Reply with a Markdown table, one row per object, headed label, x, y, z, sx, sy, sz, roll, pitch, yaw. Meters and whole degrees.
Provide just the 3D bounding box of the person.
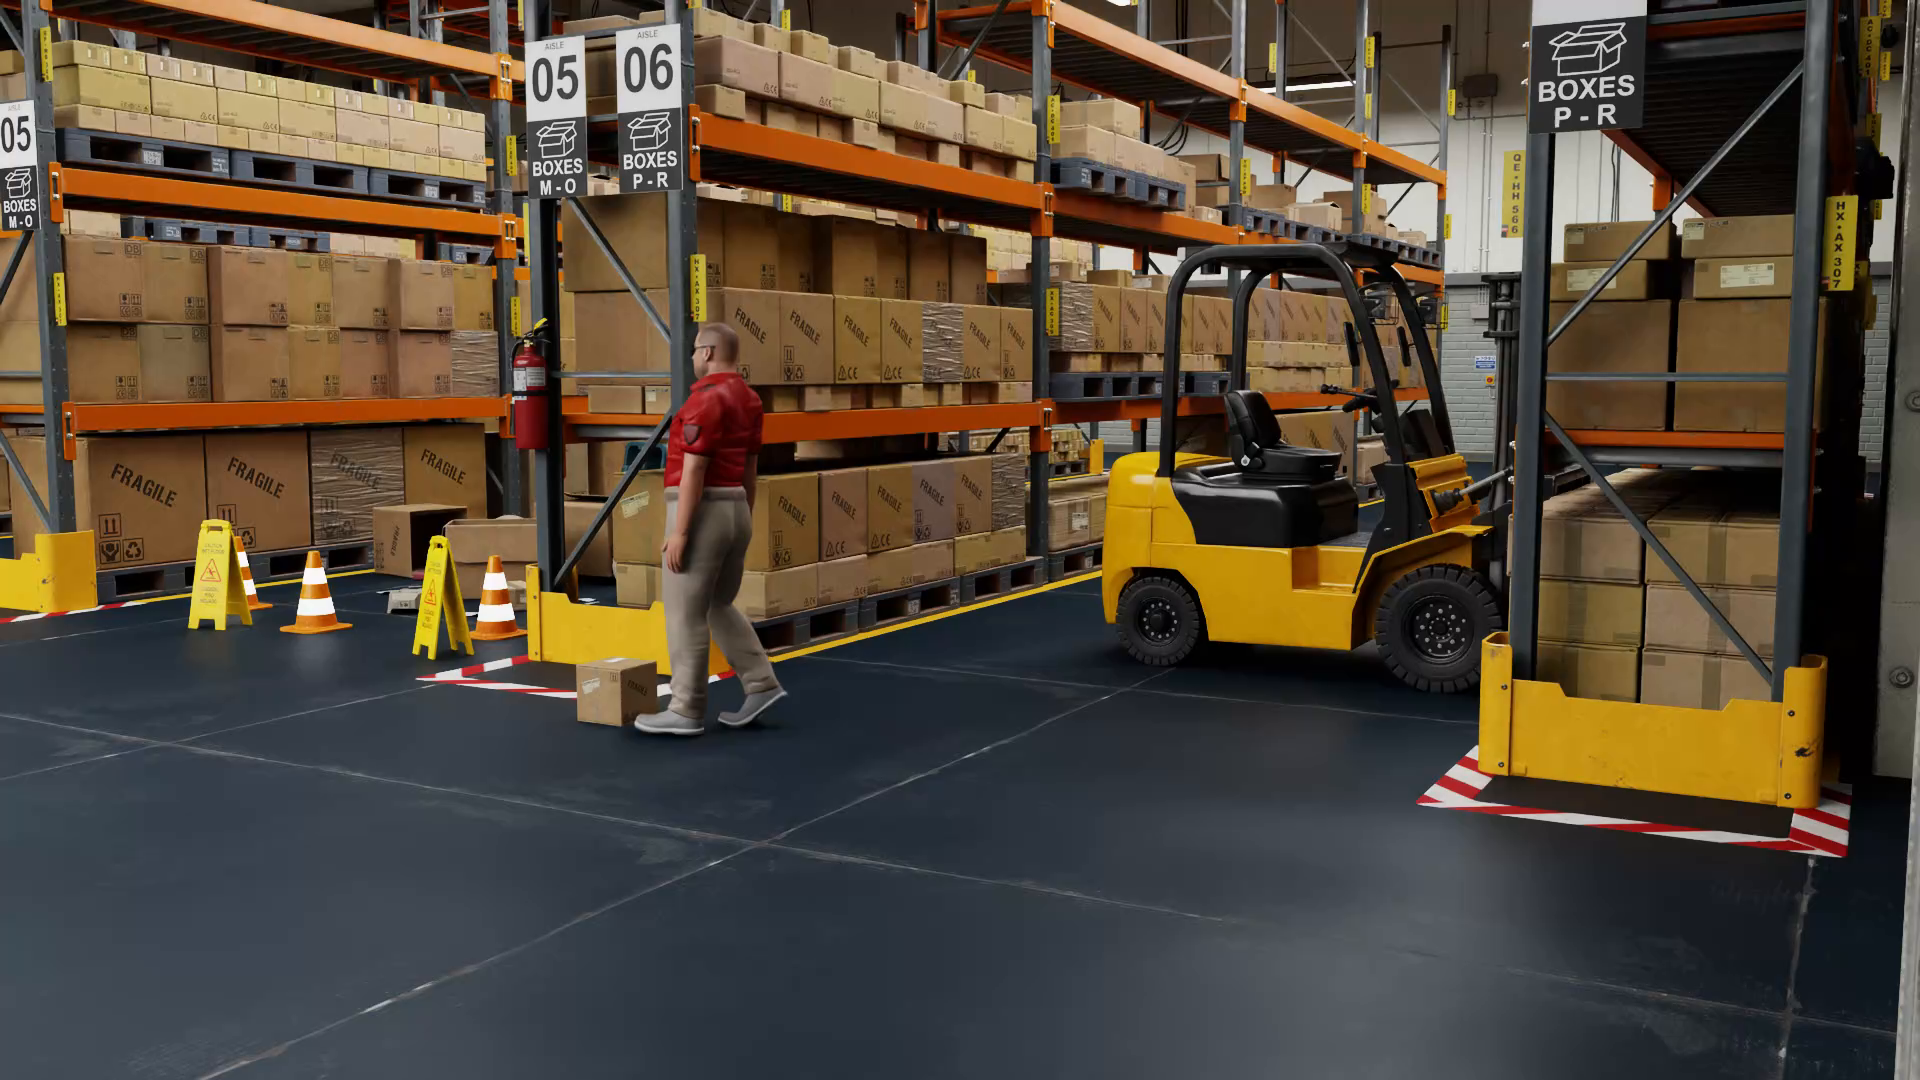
| label | x | y | z | sx | sy | sz | roll | pitch | yaw |
| --- | --- | --- | --- | --- | --- | --- | --- | --- | --- |
| person | -1.085 | -0.041 | 7.014 | 0.551 | 1.741 | 0.555 | 2 | 6 | 21 |
